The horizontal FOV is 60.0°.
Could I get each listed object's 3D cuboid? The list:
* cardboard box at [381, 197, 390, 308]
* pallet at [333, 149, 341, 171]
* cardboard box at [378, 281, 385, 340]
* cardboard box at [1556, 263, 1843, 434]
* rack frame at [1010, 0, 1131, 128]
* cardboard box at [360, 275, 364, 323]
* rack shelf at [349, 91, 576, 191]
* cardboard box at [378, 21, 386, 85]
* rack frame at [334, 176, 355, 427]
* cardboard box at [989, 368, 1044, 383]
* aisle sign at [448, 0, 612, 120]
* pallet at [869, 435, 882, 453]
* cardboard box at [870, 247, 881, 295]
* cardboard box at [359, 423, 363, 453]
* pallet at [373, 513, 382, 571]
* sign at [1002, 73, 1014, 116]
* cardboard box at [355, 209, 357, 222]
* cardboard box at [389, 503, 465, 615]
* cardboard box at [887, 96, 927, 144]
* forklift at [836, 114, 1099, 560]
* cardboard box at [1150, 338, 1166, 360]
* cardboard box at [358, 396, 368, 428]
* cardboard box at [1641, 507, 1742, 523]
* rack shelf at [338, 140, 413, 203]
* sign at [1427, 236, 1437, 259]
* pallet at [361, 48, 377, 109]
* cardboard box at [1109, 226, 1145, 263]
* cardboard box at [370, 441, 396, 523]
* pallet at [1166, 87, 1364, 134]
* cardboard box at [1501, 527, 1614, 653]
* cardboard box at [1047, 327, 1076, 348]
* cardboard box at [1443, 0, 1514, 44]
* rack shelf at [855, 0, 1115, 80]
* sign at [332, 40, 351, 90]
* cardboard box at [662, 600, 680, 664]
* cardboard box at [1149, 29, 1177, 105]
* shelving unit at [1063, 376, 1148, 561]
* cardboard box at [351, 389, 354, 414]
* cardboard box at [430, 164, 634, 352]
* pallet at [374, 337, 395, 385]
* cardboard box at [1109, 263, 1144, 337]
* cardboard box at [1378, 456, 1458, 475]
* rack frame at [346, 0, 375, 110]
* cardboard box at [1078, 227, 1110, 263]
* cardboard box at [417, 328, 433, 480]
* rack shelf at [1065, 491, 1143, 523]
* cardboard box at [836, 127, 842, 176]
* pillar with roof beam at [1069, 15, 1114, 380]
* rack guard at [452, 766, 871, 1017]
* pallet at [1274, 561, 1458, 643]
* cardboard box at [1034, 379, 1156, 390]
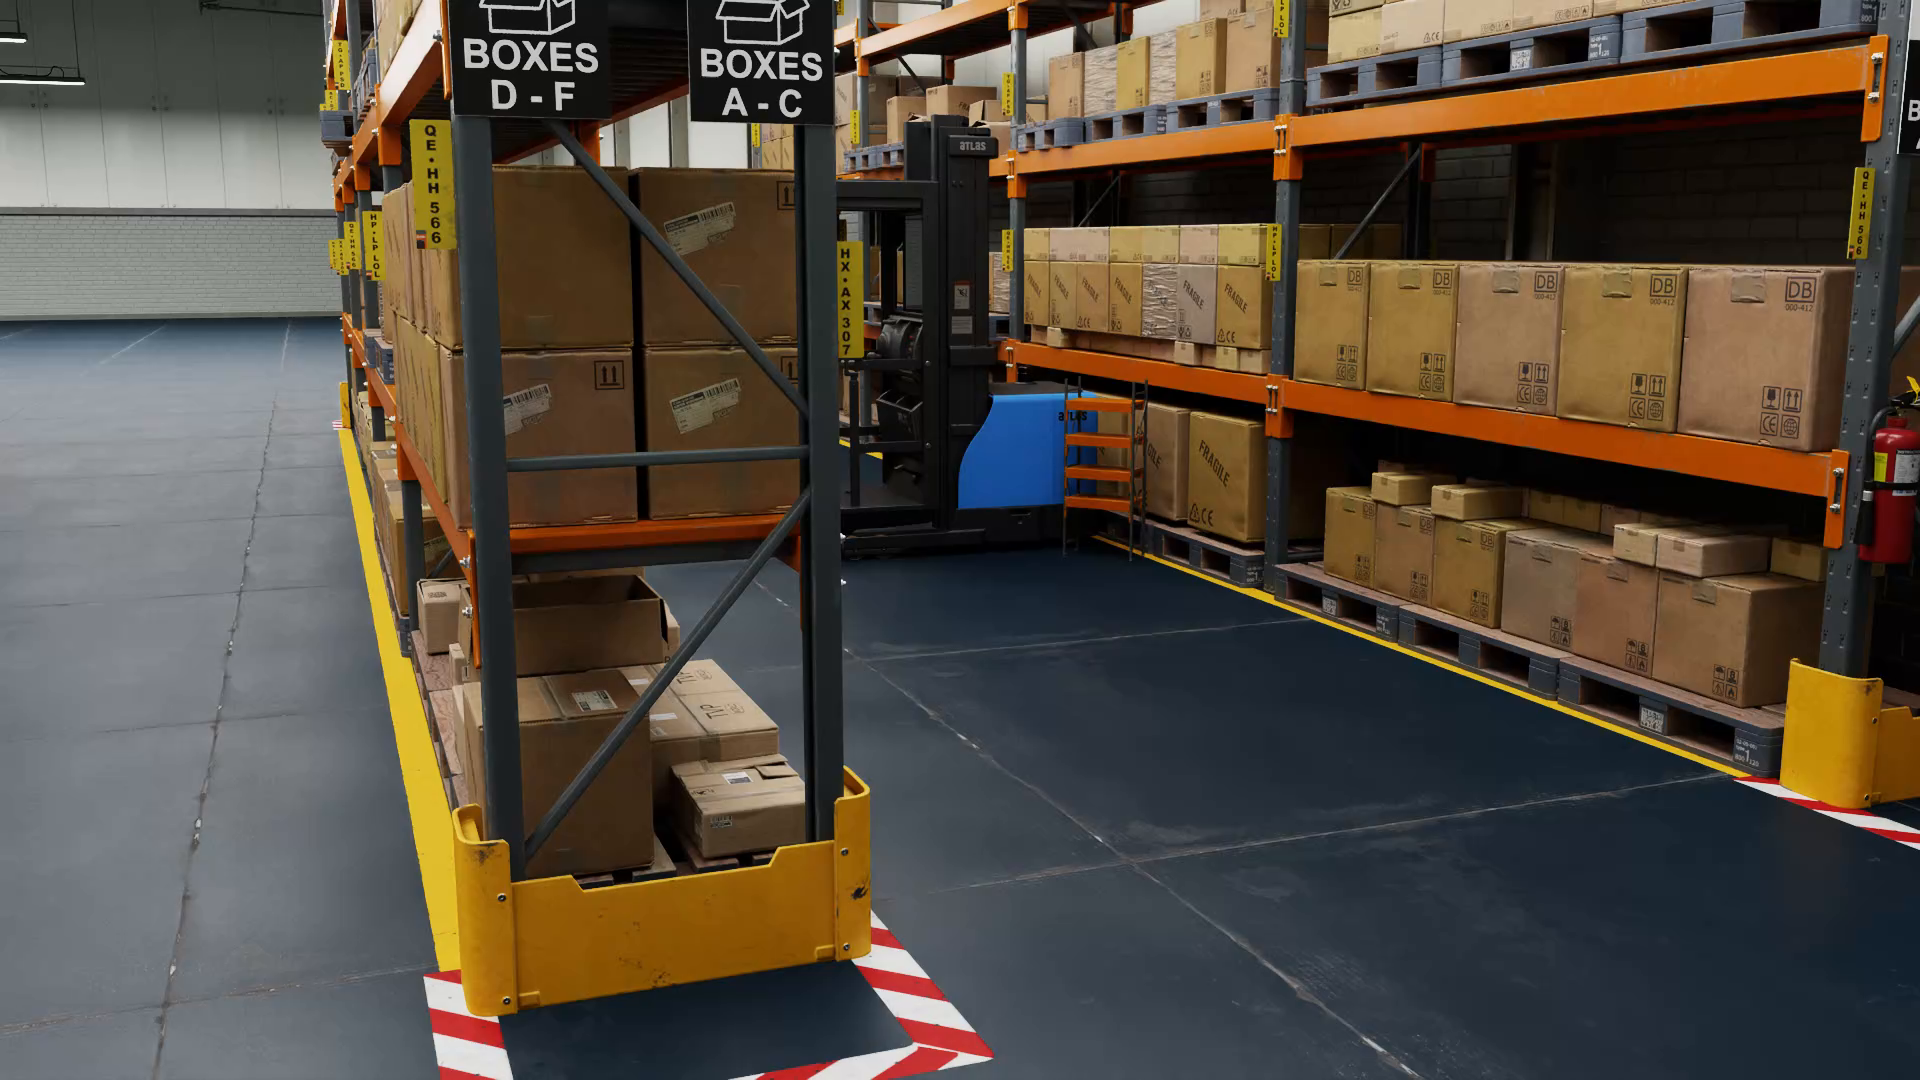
[{"bbox_3d":[-2.368,-1.317,7.617,0.500,0.500,0.500,-4,11,-19],"label":"cardboard box"},{"bbox_3d":[-5.947,-3.946,17.224,1.003,0.211,1.213,-4,11,-21],"label":"pallet"},{"bbox_3d":[-3.239,-1.522,10.426,0.700,0.500,0.500,-2,10,-10],"label":"cardboard box"},{"bbox_3d":[3.321,-0.881,7.449,0.980,0.700,0.700,-4,11,-21],"label":"cardboard box"},{"bbox_3d":[0.890,-4.792,13.162,1.000,3.000,0.127,-4,11,-21],"label":"rack frame"},{"bbox_3d":[-5.717,-2.465,16.927,0.700,0.500,0.500,-4,11,-20],"label":"cardboard box"},{"bbox_3d":[-3.001,-2.319,9.882,1.077,0.370,4.000,-4,11,-21],"label":"rack shelf"},{"bbox_3d":[-2.331,-2.178,7.462,0.500,0.250,0.500,-4,11,-21],"label":"cardboard box"},{"bbox_3d":[-6.625,-2.829,19.258,1.000,3.000,0.127,-4,11,-21],"label":"rack frame"},{"bbox_3d":[0.432,-1.404,14.990,0.500,0.250,0.500,-4,11,-20],"label":"cardboard box"},{"bbox_3d":[-1.087,-1.467,4.176,0.394,0.787,0.004,-4,11,-21],"label":"aisle sign"},{"bbox_3d":[-0.276,-0.991,16.889,1.003,0.211,1.213,-4,11,-21],"label":"pallet"},{"bbox_3d":[-1.019,-2.854,17.627,0.500,0.500,0.500,-4,11,-21],"label":"cardboard box"},{"bbox_3d":[-5.260,-0.947,15.333,0.500,0.250,0.500,-4,11,-22],"label":"cardboard box"},{"bbox_3d":[-3.490,-0.026,11.463,1.003,0.211,1.213,-4,11,-21],"label":"pallet"},{"bbox_3d":[0.384,-3.535,13.188,0.100,0.325,0.005,-4,11,-21],"label":"sign"},{"bbox_3d":[-5.888,-3.182,17.252,0.700,0.500,0.500,-4,11,-21],"label":"cardboard box"},{"bbox_3d":[-2.722,0.082,8.777,0.500,0.500,0.500,-4,11,-21],"label":"cardboard box"},{"bbox_3d":[-0.436,-4.129,16.520,0.500,0.500,0.500,-2,10,-13],"label":"cardboard box"},{"bbox_3d":[-0.598,-1.410,11.476,3.031,2.935,1.130,-3,11,-17],"label":"forklift"},{"bbox_3d":[1.534,-1.319,11.428,0.380,0.149,0.250,-4,11,-22],"label":"cardboard box"},{"bbox_3d":[-5.081,-1.140,14.813,0.500,0.311,0.500,-4,11,-22],"label":"cardboard box"},{"bbox_3d":[3.399,-0.051,7.730,0.380,0.149,0.250,-4,11,-20],"label":"cardboard box"},{"bbox_3d":[-4.450,-2.972,13.553,1.077,0.370,4.000,-4,11,-21],"label":"rack shelf"},{"bbox_3d":[2.856,-1.686,10.134,0.100,0.325,0.005,-4,11,-21],"label":"sign"},{"bbox_3d":[-2.447,-2.365,8.624,1.213,0.211,1.003,-4,11,-21],"label":"pallet"},{"bbox_3d":[1.385,-2.070,11.660,0.500,0.250,0.500,-4,11,-22],"label":"cardboard box"},{"bbox_3d":[-3.827,-0.416,11.578,0.500,0.500,0.500,-3,11,-18],"label":"cardboard box"},{"bbox_3d":[1.961,-2.714,10.595,0.805,0.209,1.217,-4,11,-23],"label":"pallet"},{"bbox_3d":[3.078,0.220,8.056,0.700,0.500,0.500,-4,11,-23],"label":"cardboard box"},{"bbox_3d":[0.894,-1.565,12.815,0.380,0.149,0.250,-4,11,-19],"label":"cardboard box"},{"bbox_3d":[2.708,-2.547,8.053,0.500,0.250,0.500,-4,11,-22],"label":"cardboard box"},{"bbox_3d":[0.165,-4.567,15.096,1.077,0.370,4.000,-4,11,-21],"label":"rack shelf"},{"bbox_3d":[-4.246,-3.259,11.412,0.100,0.325,0.005,-4,11,-21],"label":"sign"},{"bbox_3d":[-1.533,0.435,7.334,0.500,0.311,0.500,-4,11,-21],"label":"cardboard box"},{"bbox_3d":[1.739,-3.251,11.524,0.700,0.500,0.500,-4,11,-21],"label":"cardboard box"},{"bbox_3d":[0.980,-0.487,11.234,0.503,1.200,0.258,5,11,28],"label":"shelving unit"},{"bbox_3d":[-6.638,-1.580,18.891,0.500,0.250,0.500,-4,11,-21],"label":"cardboard box"},{"bbox_3d":[-1.244,-0.814,4.790,0.500,0.500,0.500,-4,11,-21],"label":"cardboard box"},{"bbox_3d":[-3.017,-1.111,10.151,1.003,0.211,1.213,-4,11,-21],"label":"pallet"},{"bbox_3d":[1.383,-1.696,11.700,0.500,0.500,0.500,-4,11,-19],"label":"cardboard box"},{"bbox_3d":[2.648,-0.388,9.624,0.380,0.149,0.250,-4,11,-21],"label":"cardboard box"},{"bbox_3d":[-3.726,-4.477,11.392,1.000,3.000,0.127,-4,11,-21],"label":"rack frame"},{"bbox_3d":[1.195,-2.153,12.127,0.500,0.250,0.500,-4,11,-21],"label":"cardboard box"},{"bbox_3d":[-1.610,-0.488,5.816,0.500,0.500,0.500,-4,11,-20],"label":"cardboard box"},{"bbox_3d":[0.980,-0.226,11.281,0.480,0.148,0.258,5,11,28],"label":"rack shelf"},{"bbox_3d":[-1.144,-4.177,17.929,0.500,0.500,0.500,-5,11,-26],"label":"cardboard box"},{"bbox_3d":[-2.787,-4.785,13.128,9.100,9.000,0.400,-4,11,-21],"label":"pillar with roof beam"},{"bbox_3d":[-0.854,1.001,4.865,1.175,0.500,0.348,-4,11,-21],"label":"rack guard"},{"bbox_3d":[2.542,0.317,9.536,1.003,0.211,1.213,-4,11,-21],"label":"pallet"},{"bbox_3d":[1.034,-0.858,13.118,0.750,0.750,0.750,-4,11,-22],"label":"cardboard box"}]
